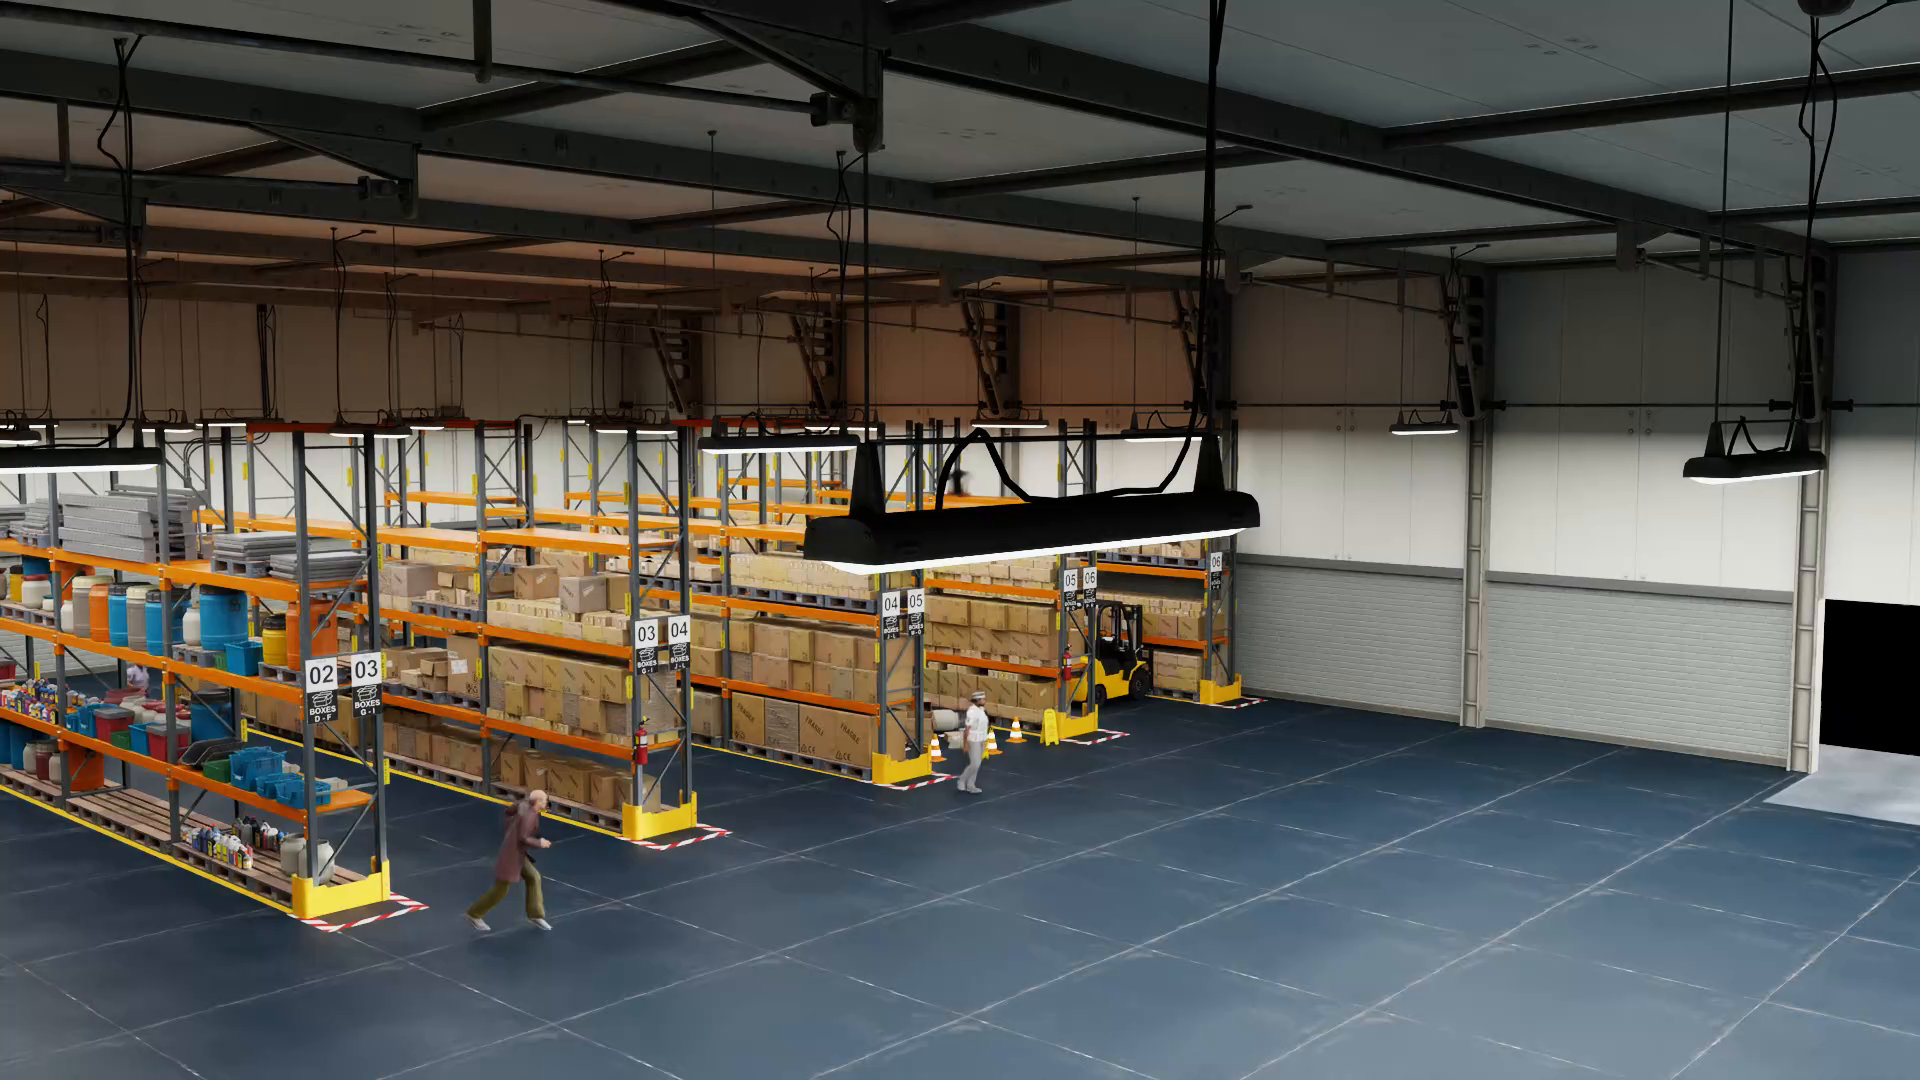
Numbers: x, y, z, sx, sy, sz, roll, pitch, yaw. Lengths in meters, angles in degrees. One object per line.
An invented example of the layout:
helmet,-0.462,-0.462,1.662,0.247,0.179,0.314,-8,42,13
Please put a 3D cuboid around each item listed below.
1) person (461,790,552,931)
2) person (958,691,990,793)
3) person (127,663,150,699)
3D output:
person,-5.435,3.879,19.919,1.058,1.747,0.745,-2,5,-19
person,0.207,3.283,27.033,0.456,1.661,0.554,3,5,30
person,-15.618,2.972,31.419,0.784,1.622,0.591,2,5,24
